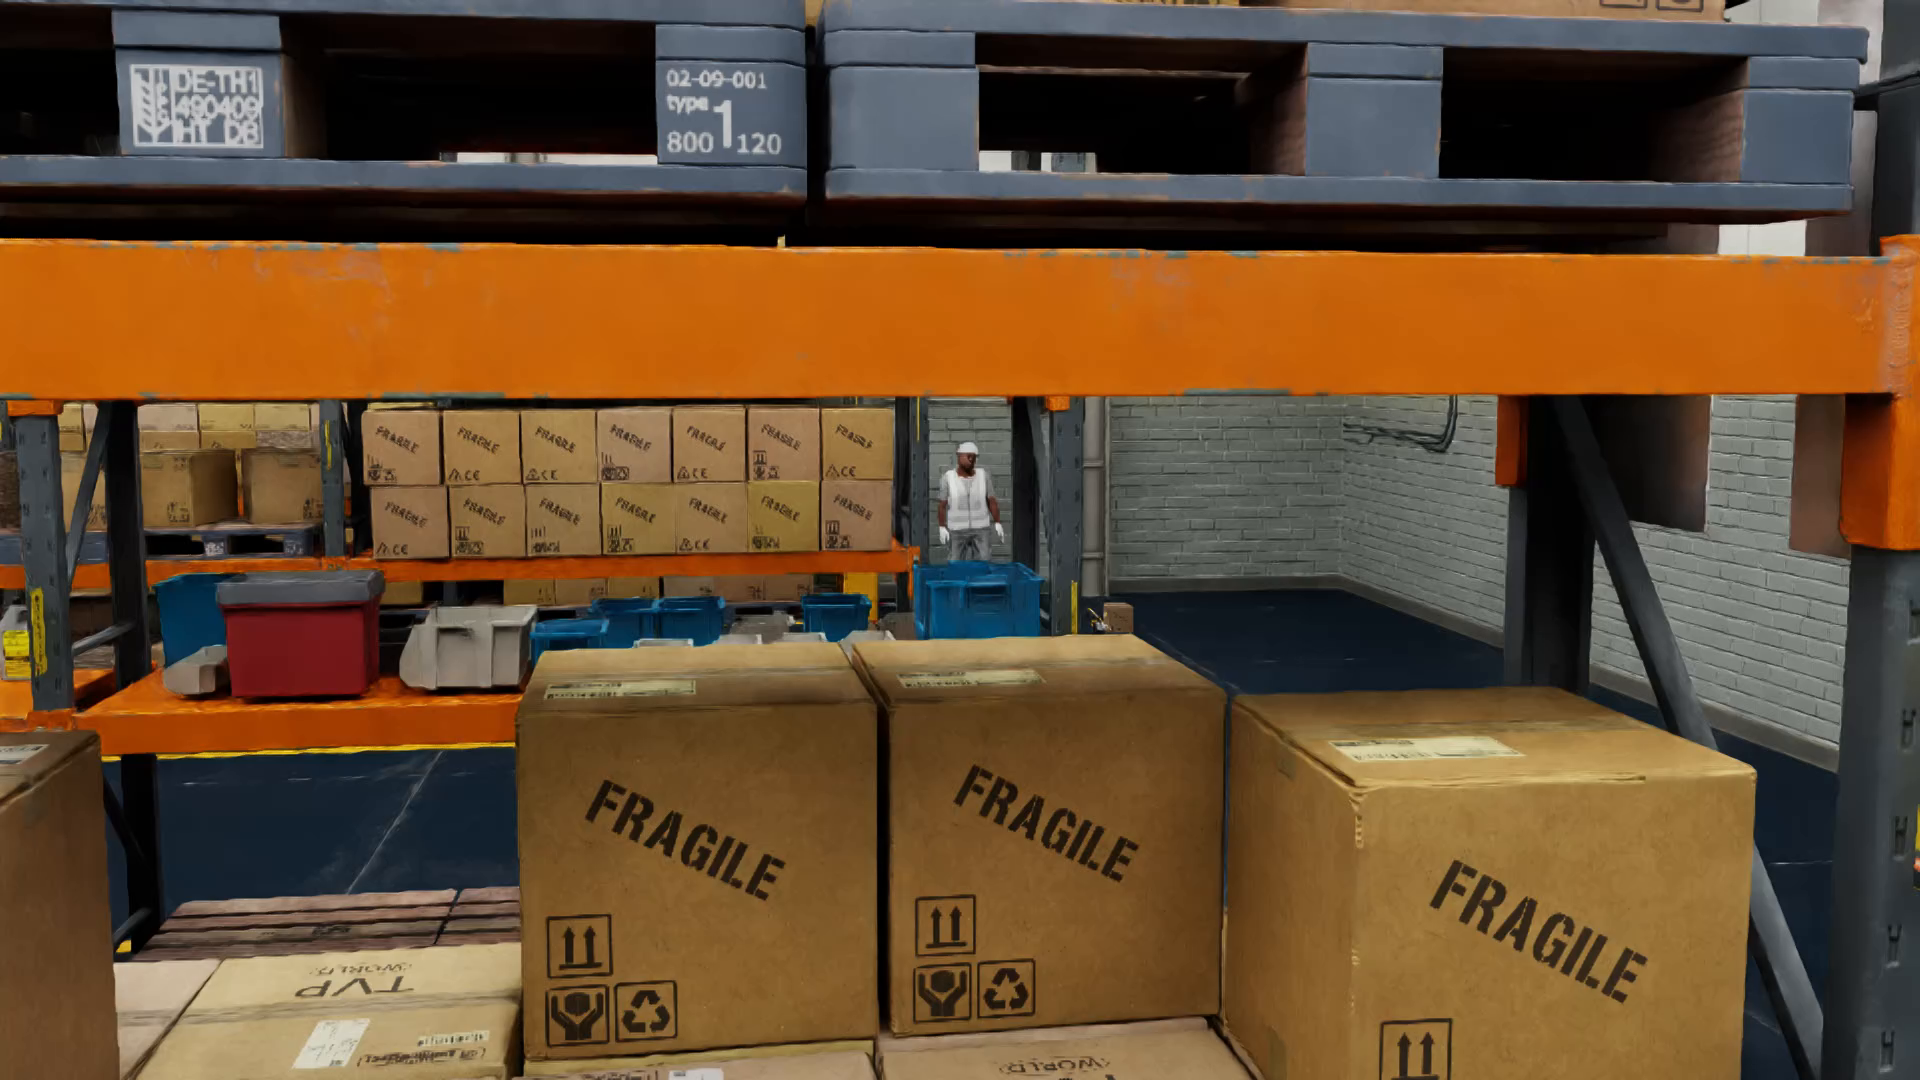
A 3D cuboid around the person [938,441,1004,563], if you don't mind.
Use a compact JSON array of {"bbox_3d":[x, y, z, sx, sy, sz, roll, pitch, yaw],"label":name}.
[{"bbox_3d":[0.105,-0.096,16.694,0.678,1.786,0.429,-1,6,-6],"label":"person"}]
